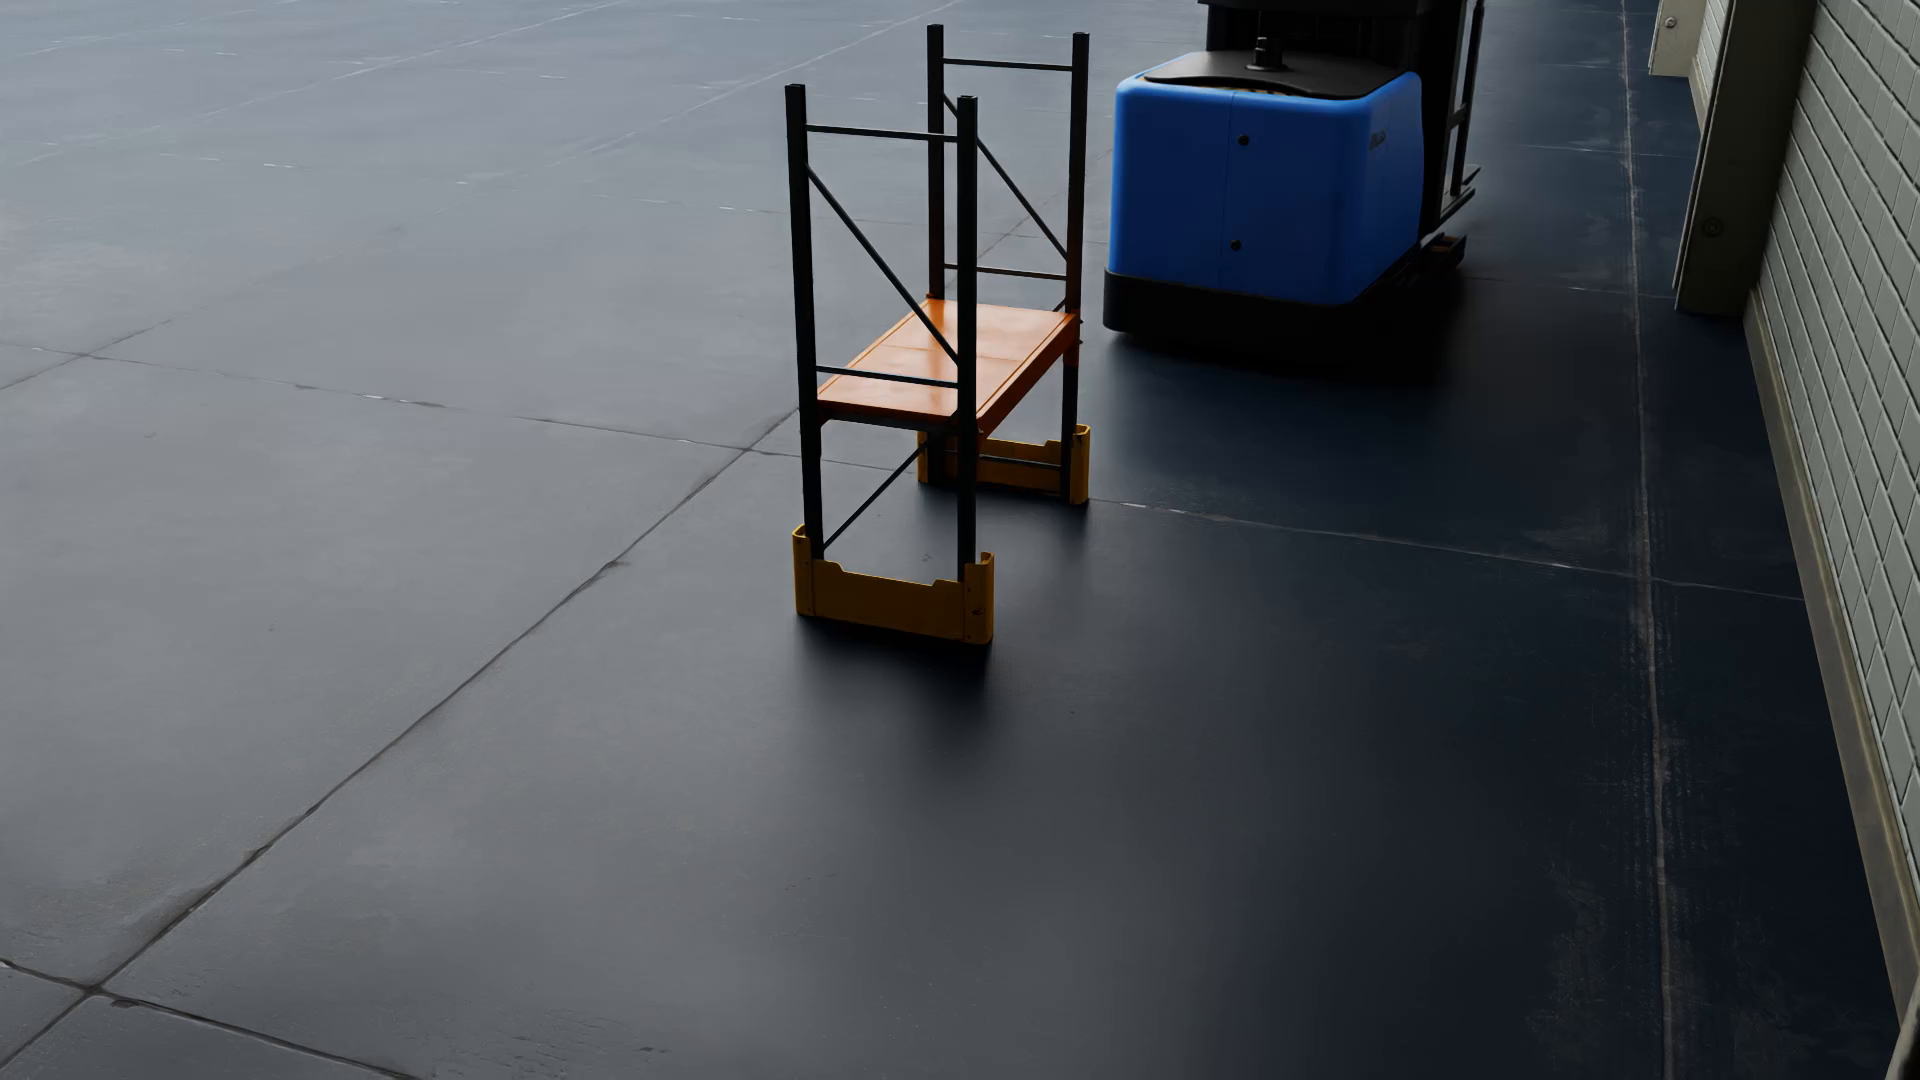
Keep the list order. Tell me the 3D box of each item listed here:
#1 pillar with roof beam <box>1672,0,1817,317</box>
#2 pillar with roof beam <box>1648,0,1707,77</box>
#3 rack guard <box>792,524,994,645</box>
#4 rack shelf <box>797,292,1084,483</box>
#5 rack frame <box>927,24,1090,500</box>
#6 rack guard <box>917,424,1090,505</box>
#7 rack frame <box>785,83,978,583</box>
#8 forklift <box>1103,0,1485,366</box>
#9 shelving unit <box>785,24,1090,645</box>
[{"bbox_3d":[-0.690,-5.747,6.794,9.100,9.000,0.400,9,27,17],"label":"pillar with roof beam"},{"bbox_3d":[1.307,-8.213,11.887,9.100,9.000,0.400,9,27,17],"label":"pillar with roof beam"},{"bbox_3d":[-0.191,0.123,4.708,0.587,0.250,0.087,9,27,17],"label":"rack guard"},{"bbox_3d":[-0.028,-0.478,4.929,0.538,0.185,1.000,9,27,17],"label":"rack shelf"},{"bbox_3d":[0.141,-0.849,5.282,0.500,1.500,0.032,9,27,17],"label":"rack frame"},{"bbox_3d":[0.140,-0.286,5.554,0.587,0.250,0.087,9,27,17],"label":"rack guard"},{"bbox_3d":[-0.198,-0.431,4.419,0.500,1.500,0.032,9,27,17],"label":"rack frame"},{"bbox_3d":[1.746,-2.606,7.269,1.130,2.935,3.031,13,29,26],"label":"forklift"},{"bbox_3d":[-0.025,-0.644,4.858,0.587,1.500,1.083,9,27,17],"label":"shelving unit"}]
